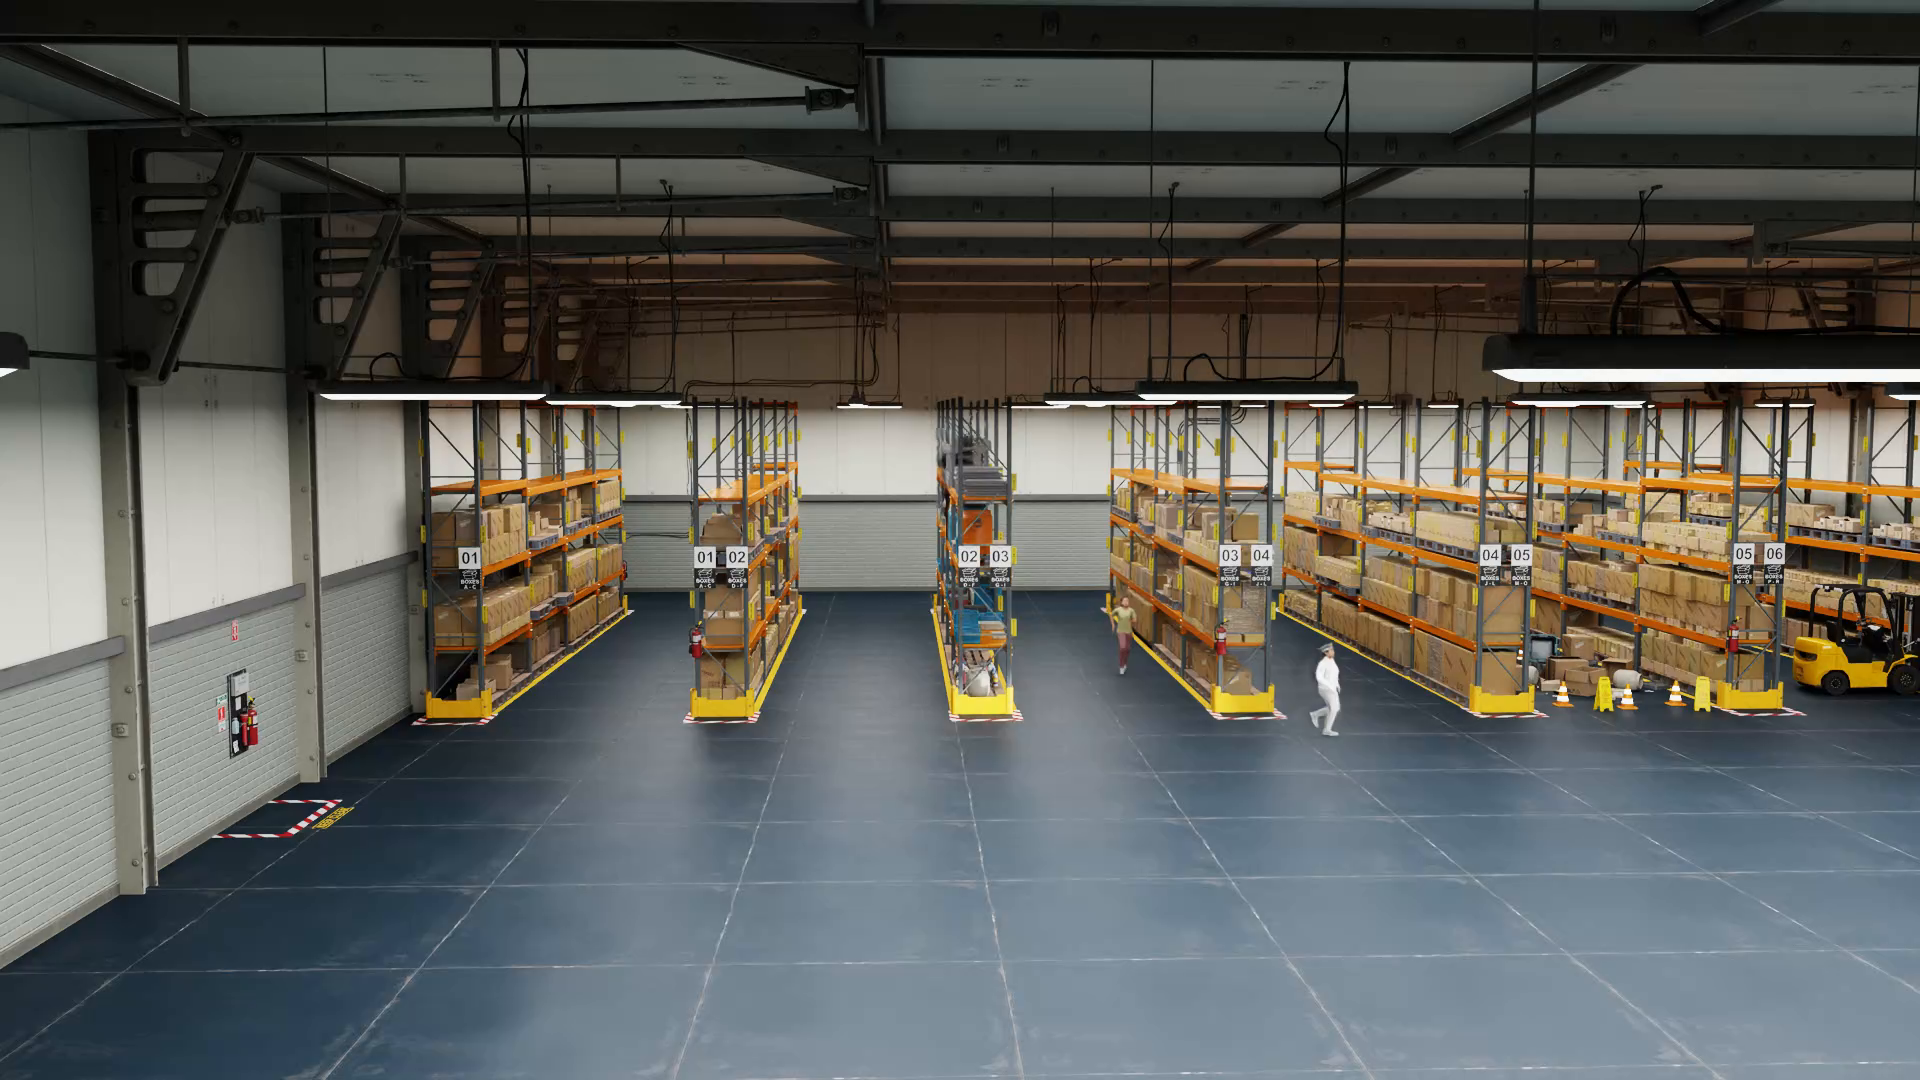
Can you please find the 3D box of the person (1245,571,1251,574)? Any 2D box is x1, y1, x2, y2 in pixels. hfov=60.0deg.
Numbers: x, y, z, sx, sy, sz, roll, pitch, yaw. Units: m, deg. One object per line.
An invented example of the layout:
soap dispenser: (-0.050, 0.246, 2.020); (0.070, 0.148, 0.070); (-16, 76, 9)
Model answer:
person: (8.048, 1.349, 45.818); (0.577, 1.640, 0.802); (0, 4, 6)

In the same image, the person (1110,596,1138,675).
person: (3.605, 2.075, 36.451); (0.545, 1.725, 0.730); (-1, 4, -10)

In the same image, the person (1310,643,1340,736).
person: (6.461, 2.623, 29.403); (0.565, 1.643, 0.667); (3, 5, 35)
